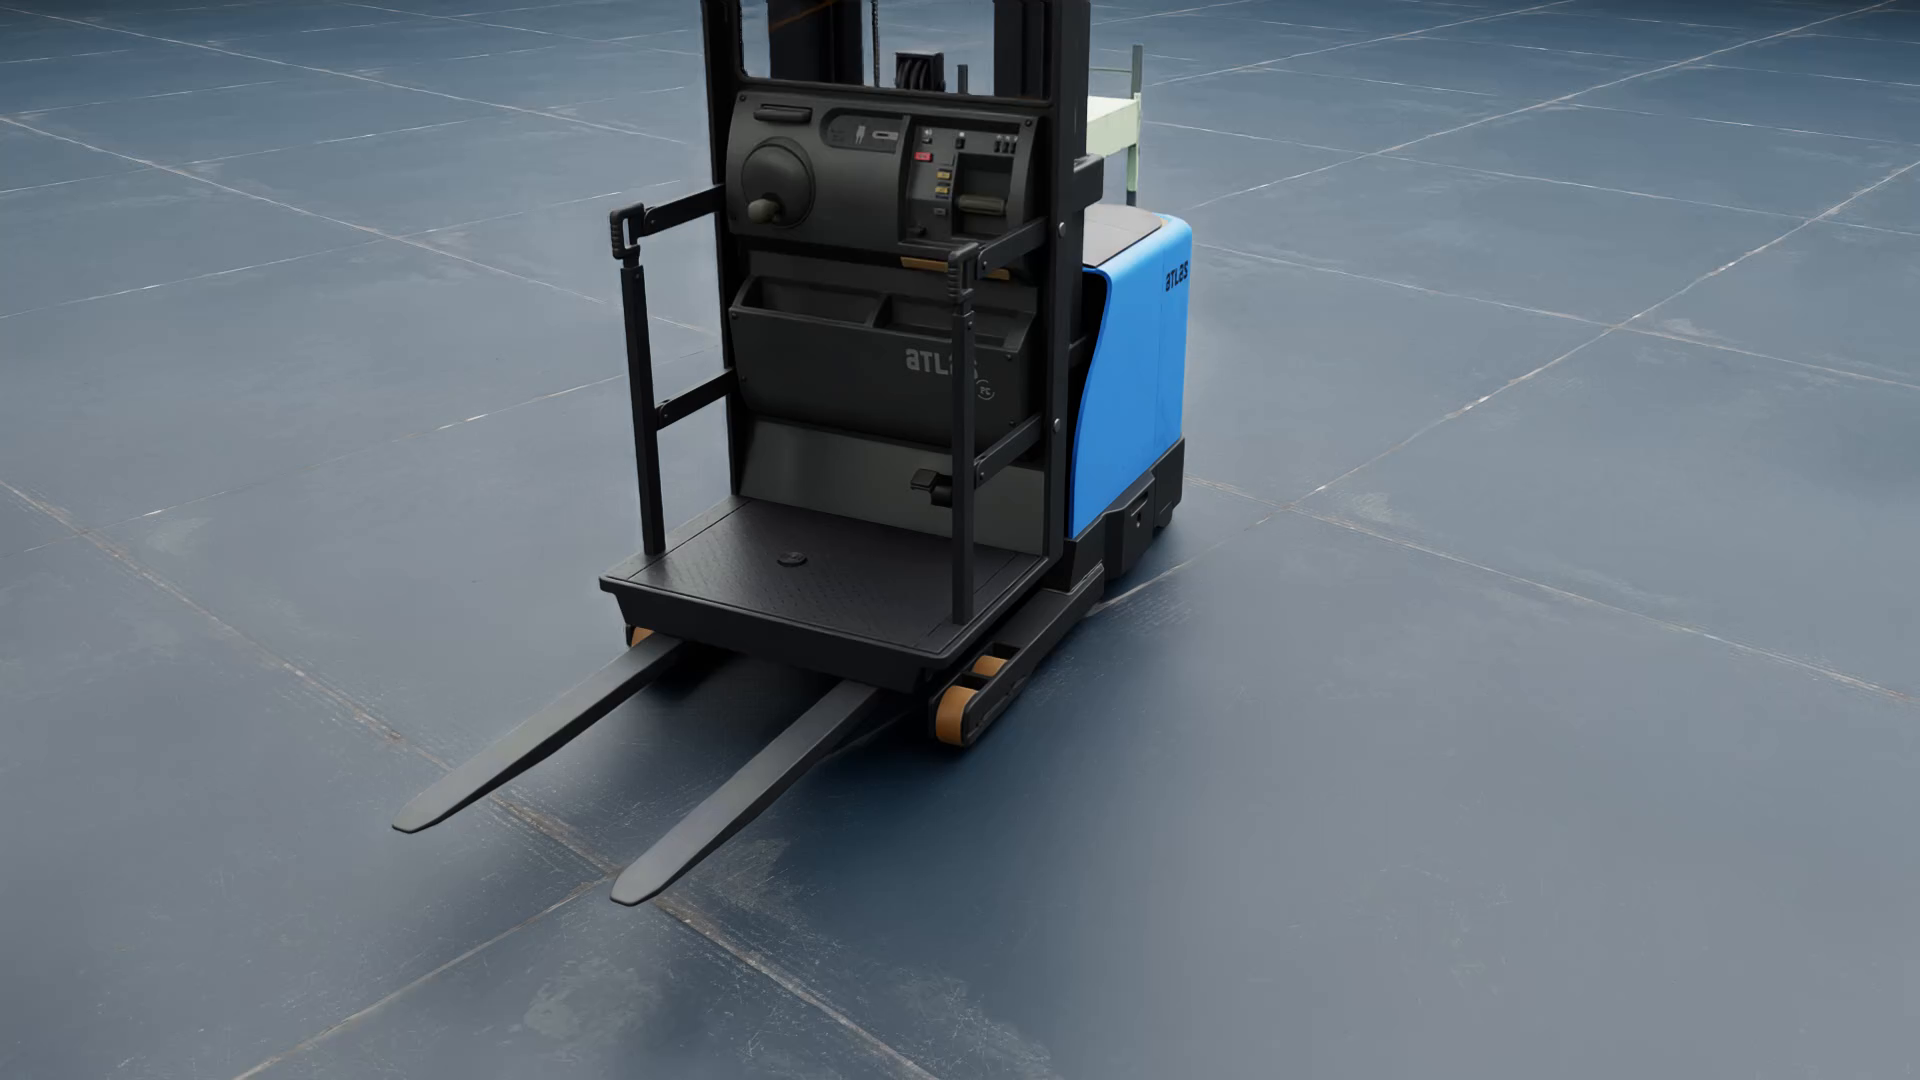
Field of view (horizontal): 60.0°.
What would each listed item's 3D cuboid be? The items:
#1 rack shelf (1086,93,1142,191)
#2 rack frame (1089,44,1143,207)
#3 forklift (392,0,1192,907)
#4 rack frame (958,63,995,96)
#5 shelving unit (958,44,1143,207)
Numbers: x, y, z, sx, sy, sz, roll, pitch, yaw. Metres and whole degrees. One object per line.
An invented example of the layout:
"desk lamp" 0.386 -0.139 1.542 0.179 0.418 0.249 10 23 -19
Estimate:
"rack shelf" 0.340 -1.424 6.139 0.431 0.370 0.720 11 27 24
"rack frame" 0.502 -1.202 6.599 0.400 1.500 0.023 11 27 24
"forklift" -0.319 -0.982 4.357 1.130 2.935 3.031 11 27 24
"rack frame" 0.178 -0.934 6.000 0.400 1.500 0.023 11 27 24
"shelving unit" 0.340 -1.068 6.299 0.431 1.500 0.755 11 27 24
